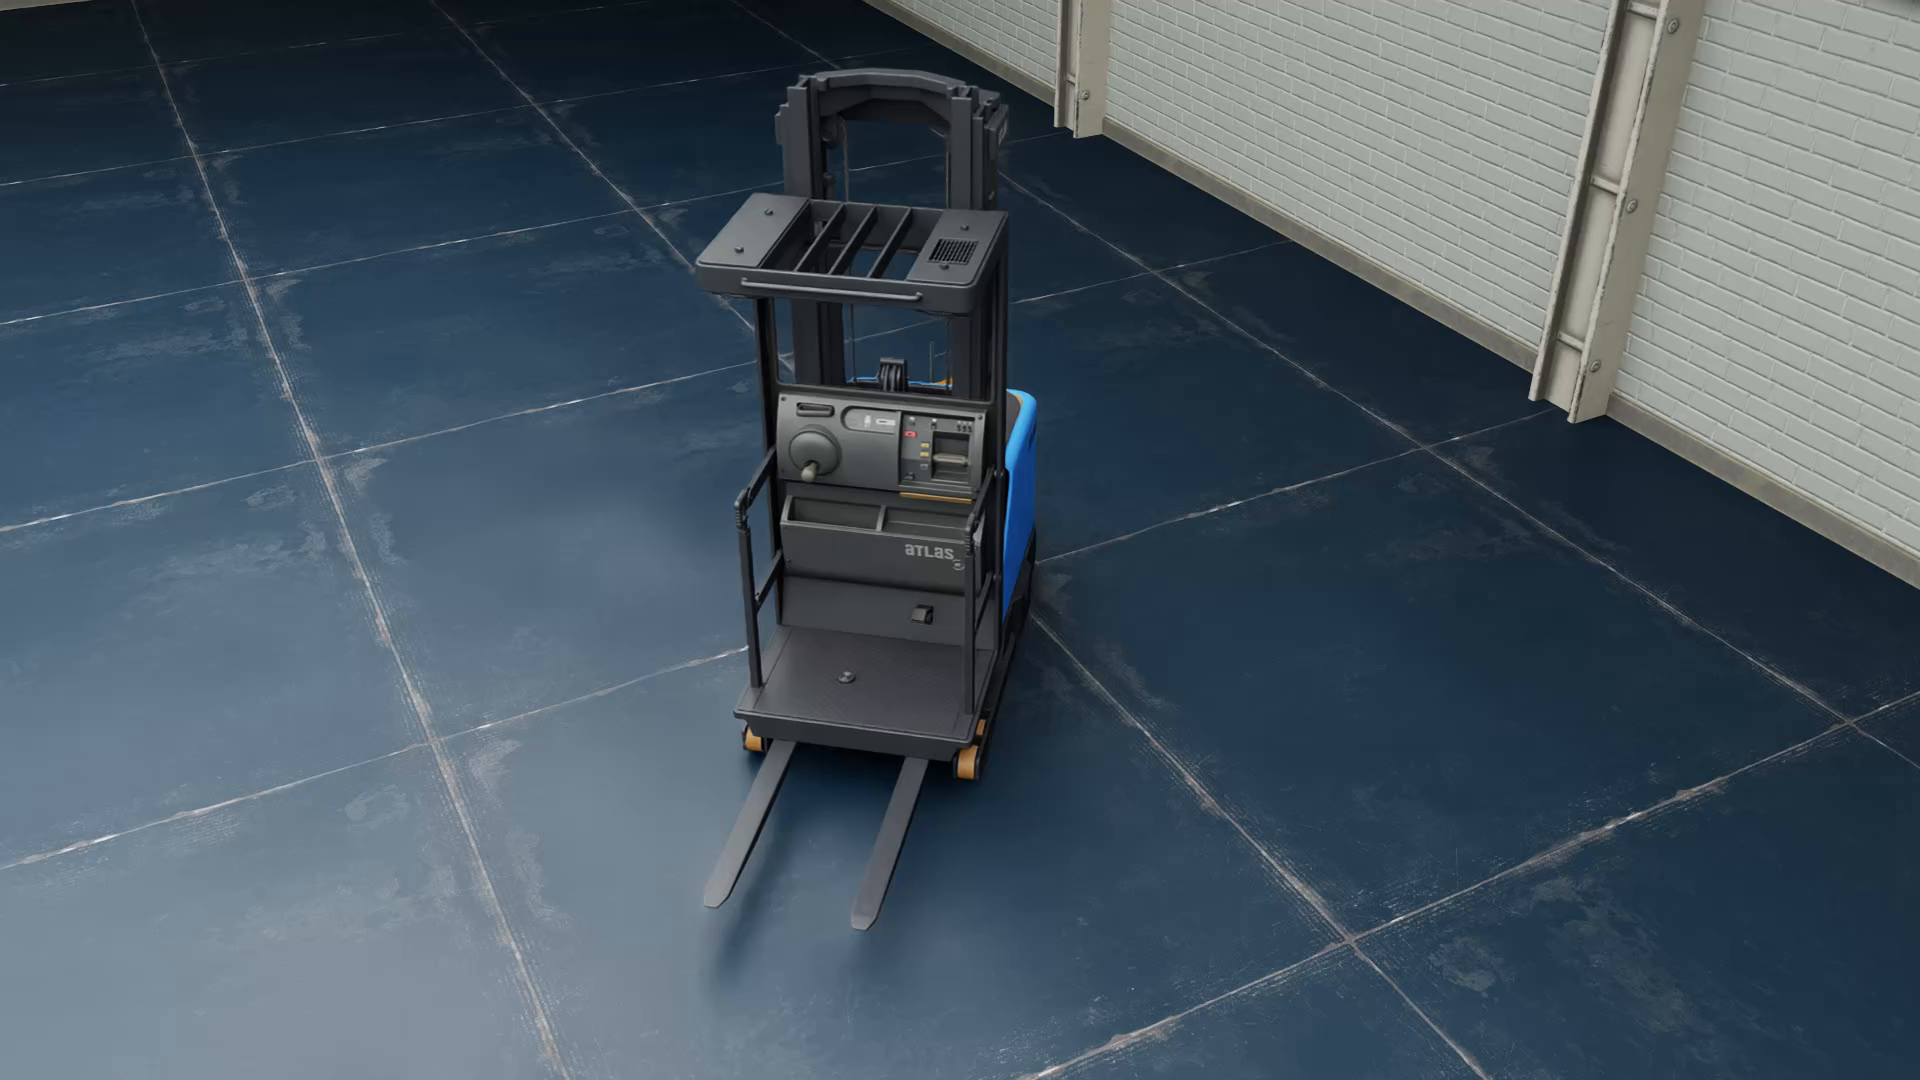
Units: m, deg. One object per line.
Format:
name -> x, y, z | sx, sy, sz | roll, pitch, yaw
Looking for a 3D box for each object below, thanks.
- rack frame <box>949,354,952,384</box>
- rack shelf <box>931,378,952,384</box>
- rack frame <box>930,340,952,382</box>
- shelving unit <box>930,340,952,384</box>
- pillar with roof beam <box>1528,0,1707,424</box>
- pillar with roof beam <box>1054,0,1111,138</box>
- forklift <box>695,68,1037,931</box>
rack frame -> 0.037, -0.472, 8.893 | 0.240, 1.200, 0.006 | -16, 36, -22
rack shelf -> -0.005, -0.782, 8.791 | 0.258, 0.103, 0.180 | -16, 36, -22
rack frame -> -0.046, -0.560, 9.030 | 0.240, 1.200, 0.006 | -16, 36, -22
shelving unit -> -0.004, -0.516, 8.962 | 0.258, 1.200, 0.189 | -16, 36, -22
pillar with roof beam -> 0.071, -3.566, 6.494 | 9.100, 9.000, 0.400 | -16, 36, -23
pillar with roof beam -> -2.726, -6.430, 10.963 | 9.100, 9.000, 0.400 | -16, 36, -23
forklift -> -0.390, -0.361, 7.116 | 1.130, 2.935, 3.031 | 6, 33, 10
